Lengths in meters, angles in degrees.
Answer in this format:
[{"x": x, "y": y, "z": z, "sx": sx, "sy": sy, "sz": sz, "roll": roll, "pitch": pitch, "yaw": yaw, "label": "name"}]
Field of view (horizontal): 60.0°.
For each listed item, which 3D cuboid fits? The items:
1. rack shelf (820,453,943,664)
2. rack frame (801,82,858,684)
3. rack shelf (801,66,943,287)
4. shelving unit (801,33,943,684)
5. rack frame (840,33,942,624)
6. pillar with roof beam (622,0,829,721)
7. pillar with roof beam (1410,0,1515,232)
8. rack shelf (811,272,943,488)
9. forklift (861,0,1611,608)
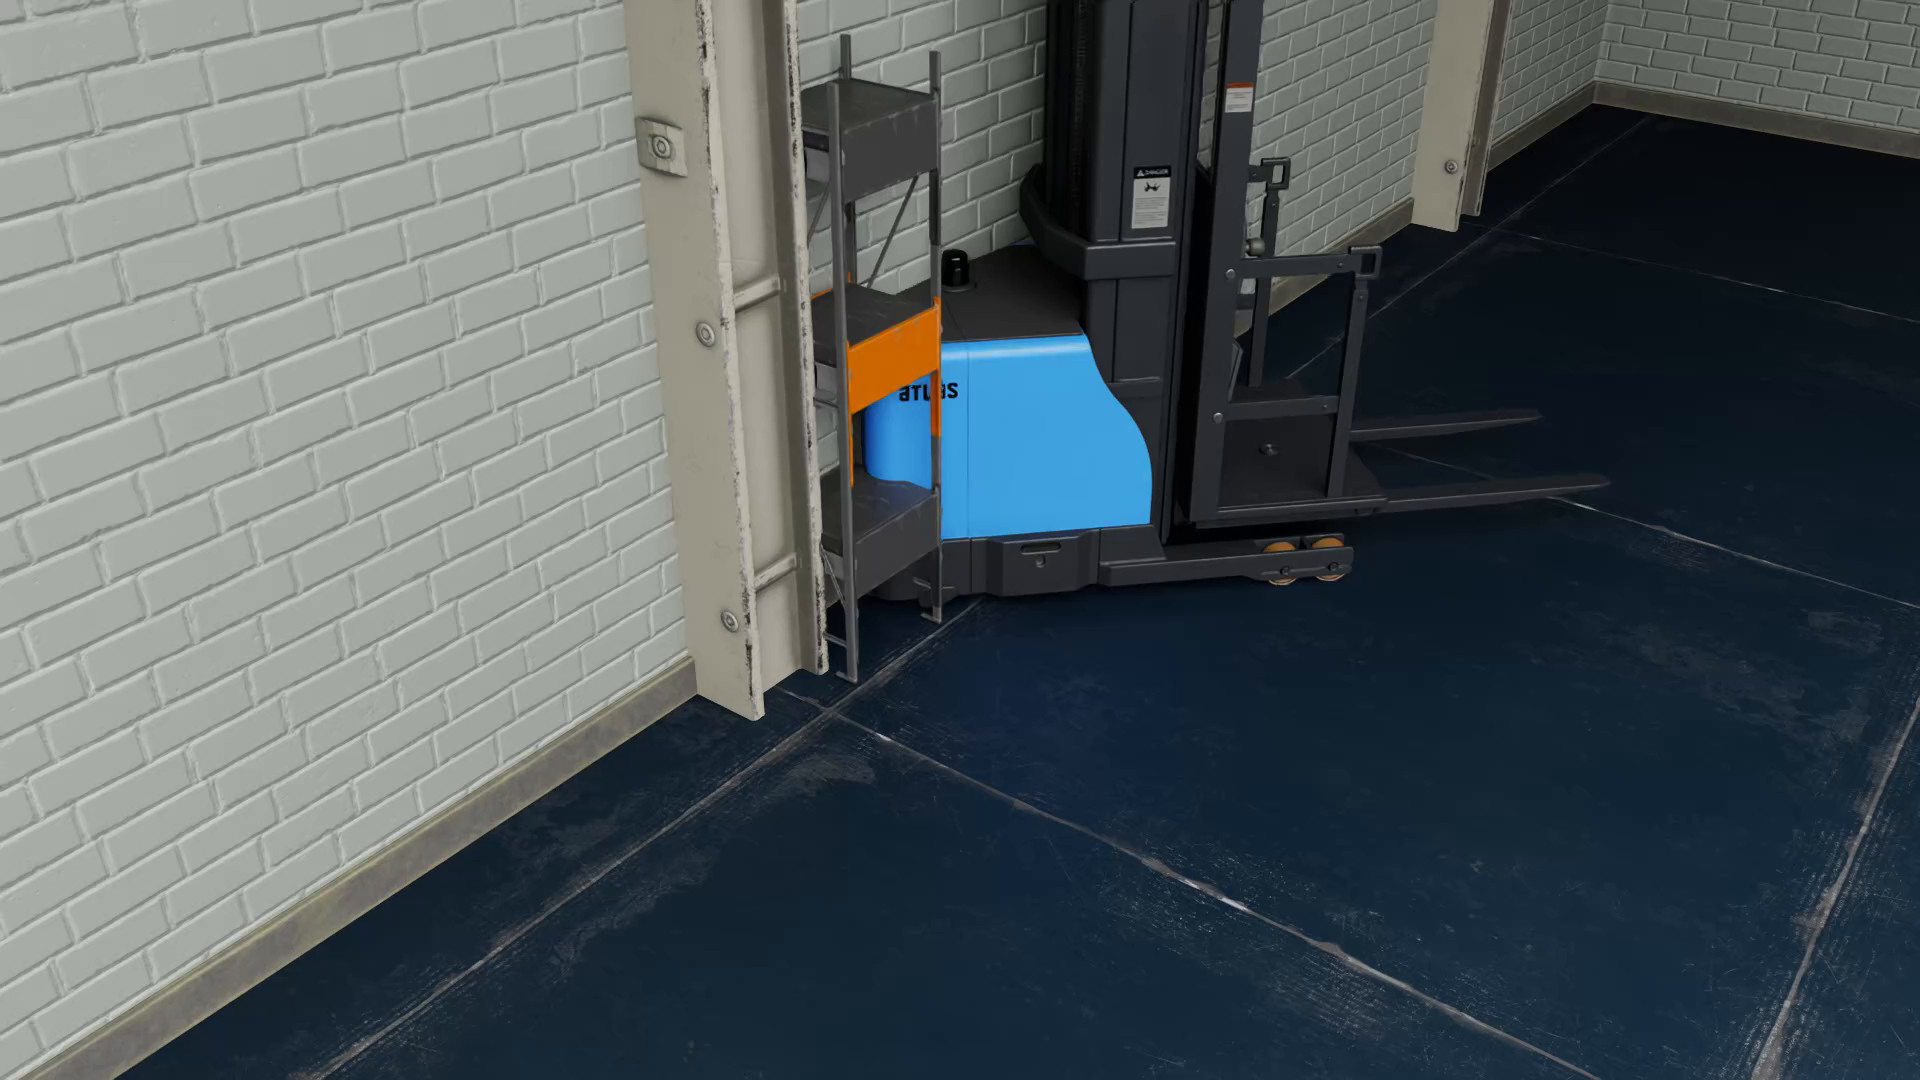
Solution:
[{"x": -0.377, "y": 0.055, "z": 5.962, "sx": 0.431, "sy": 0.518, "sz": 0.480, "roll": 21, "pitch": 36, "yaw": 31, "label": "rack shelf"}, {"x": -0.520, "y": -0.467, "z": 5.437, "sx": 0.400, "sy": 2.100, "sz": 0.015, "roll": 21, "pitch": 36, "yaw": 31, "label": "rack frame"}, {"x": -0.371, "y": -1.159, "z": 5.264, "sx": 0.431, "sy": 0.518, "sz": 0.480, "roll": 21, "pitch": 36, "yaw": 31, "label": "rack shelf"}, {"x": -0.374, "y": -0.564, "z": 5.606, "sx": 0.431, "sy": 2.100, "sz": 0.503, "roll": 21, "pitch": 36, "yaw": 31, "label": "shelving unit"}, {"x": -0.227, "y": -0.660, "z": 5.776, "sx": 0.400, "sy": 2.100, "sz": 0.015, "roll": 21, "pitch": 36, "yaw": 31, "label": "rack frame"}, {"x": 2.725, "y": -2.052, "z": 1.386, "sx": 9.100, "sy": 9.000, "sz": 0.400, "roll": 21, "pitch": 37, "yaw": 31, "label": "pillar with roof beam"}, {"x": 6.346, "y": -4.491, "z": 5.501, "sx": 9.100, "sy": 9.000, "sz": 0.400, "roll": 21, "pitch": 37, "yaw": 31, "label": "pillar with roof beam"}, {"x": -0.374, "y": -0.552, "z": 5.613, "sx": 0.431, "sy": 0.518, "sz": 0.480, "roll": 21, "pitch": 36, "yaw": 31, "label": "rack shelf"}, {"x": 1.080, "y": -1.347, "z": 6.148, "sx": 3.031, "sy": 2.935, "sz": 1.130, "roll": -5, "pitch": 31, "yaw": -8, "label": "forklift"}]
